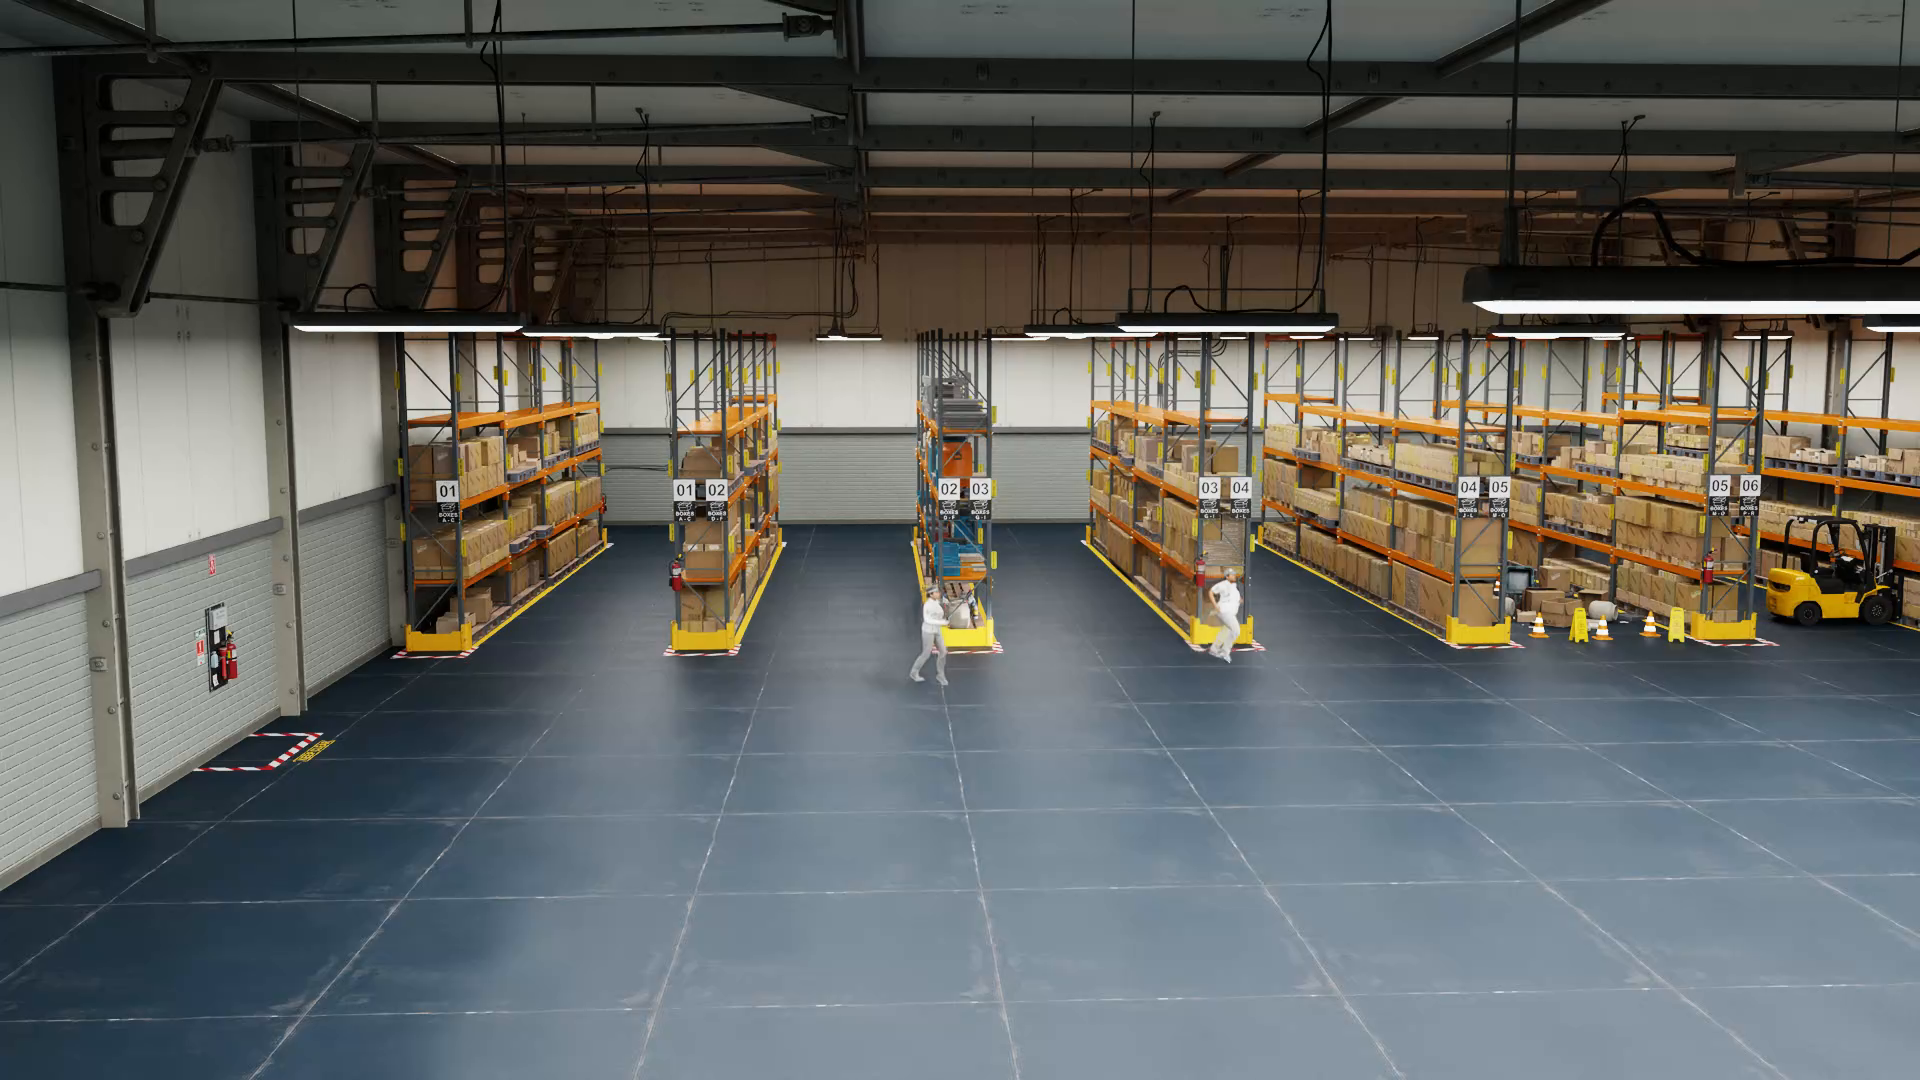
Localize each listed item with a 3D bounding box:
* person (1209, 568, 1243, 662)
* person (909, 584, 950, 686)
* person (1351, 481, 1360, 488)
[{"bbox_3d":[4.860,1.353,30.265,0.648,1.687,0.606,4,8,32],"label":"person"},{"bbox_3d":[-0.491,1.609,27.988,0.745,1.762,0.610,3,7,26],"label":"person"},{"bbox_3d":[11.843,-0.916,49.354,0.651,1.690,0.582,1,7,7],"label":"person"}]
